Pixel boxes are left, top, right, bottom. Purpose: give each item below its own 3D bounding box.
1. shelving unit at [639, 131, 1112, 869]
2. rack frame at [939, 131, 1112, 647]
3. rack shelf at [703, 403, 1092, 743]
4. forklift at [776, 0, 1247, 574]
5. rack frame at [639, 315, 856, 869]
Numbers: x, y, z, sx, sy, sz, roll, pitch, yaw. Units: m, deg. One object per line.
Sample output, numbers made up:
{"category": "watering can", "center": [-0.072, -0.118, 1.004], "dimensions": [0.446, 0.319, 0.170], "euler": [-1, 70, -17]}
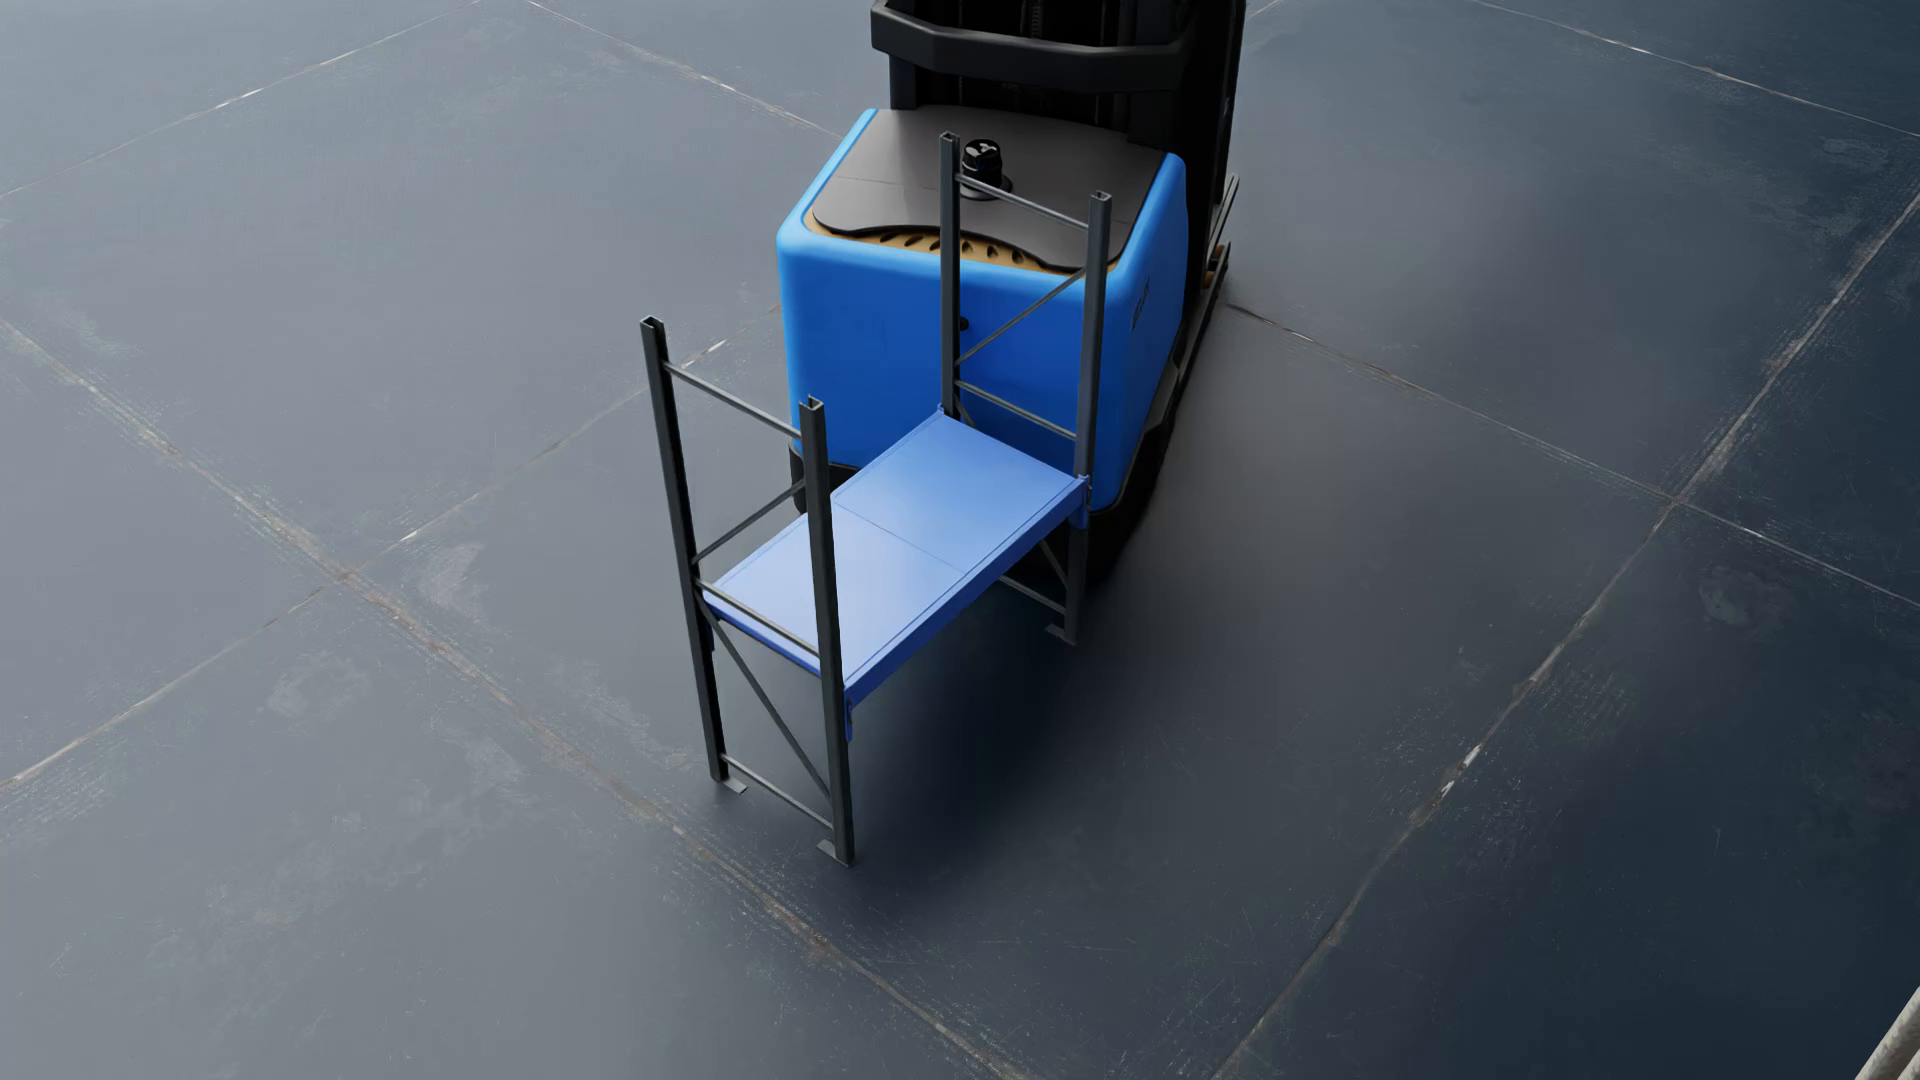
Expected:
{"category": "shelving unit", "center": [-0.162, -0.083, 4.226], "dimensions": [0.538, 1.500, 1.048], "euler": [28, 49, 27]}
{"category": "rack frame", "center": [0.153, -0.351, 4.521], "dimensions": [0.500, 1.500, 0.032], "euler": [28, 49, 27]}
{"category": "rack shelf", "center": [-0.162, 0.051, 4.347], "dimensions": [0.538, 0.185, 1.000], "euler": [28, 49, 27]}
{"category": "forklift", "center": [0.390, -1.987, 5.257], "dimensions": [1.130, 2.935, 3.031], "euler": [12, 44, 13]}
{"category": "rack frame", "center": [-0.477, 0.186, 3.931], "dimensions": [0.500, 1.500, 0.032], "euler": [28, 49, 27]}
